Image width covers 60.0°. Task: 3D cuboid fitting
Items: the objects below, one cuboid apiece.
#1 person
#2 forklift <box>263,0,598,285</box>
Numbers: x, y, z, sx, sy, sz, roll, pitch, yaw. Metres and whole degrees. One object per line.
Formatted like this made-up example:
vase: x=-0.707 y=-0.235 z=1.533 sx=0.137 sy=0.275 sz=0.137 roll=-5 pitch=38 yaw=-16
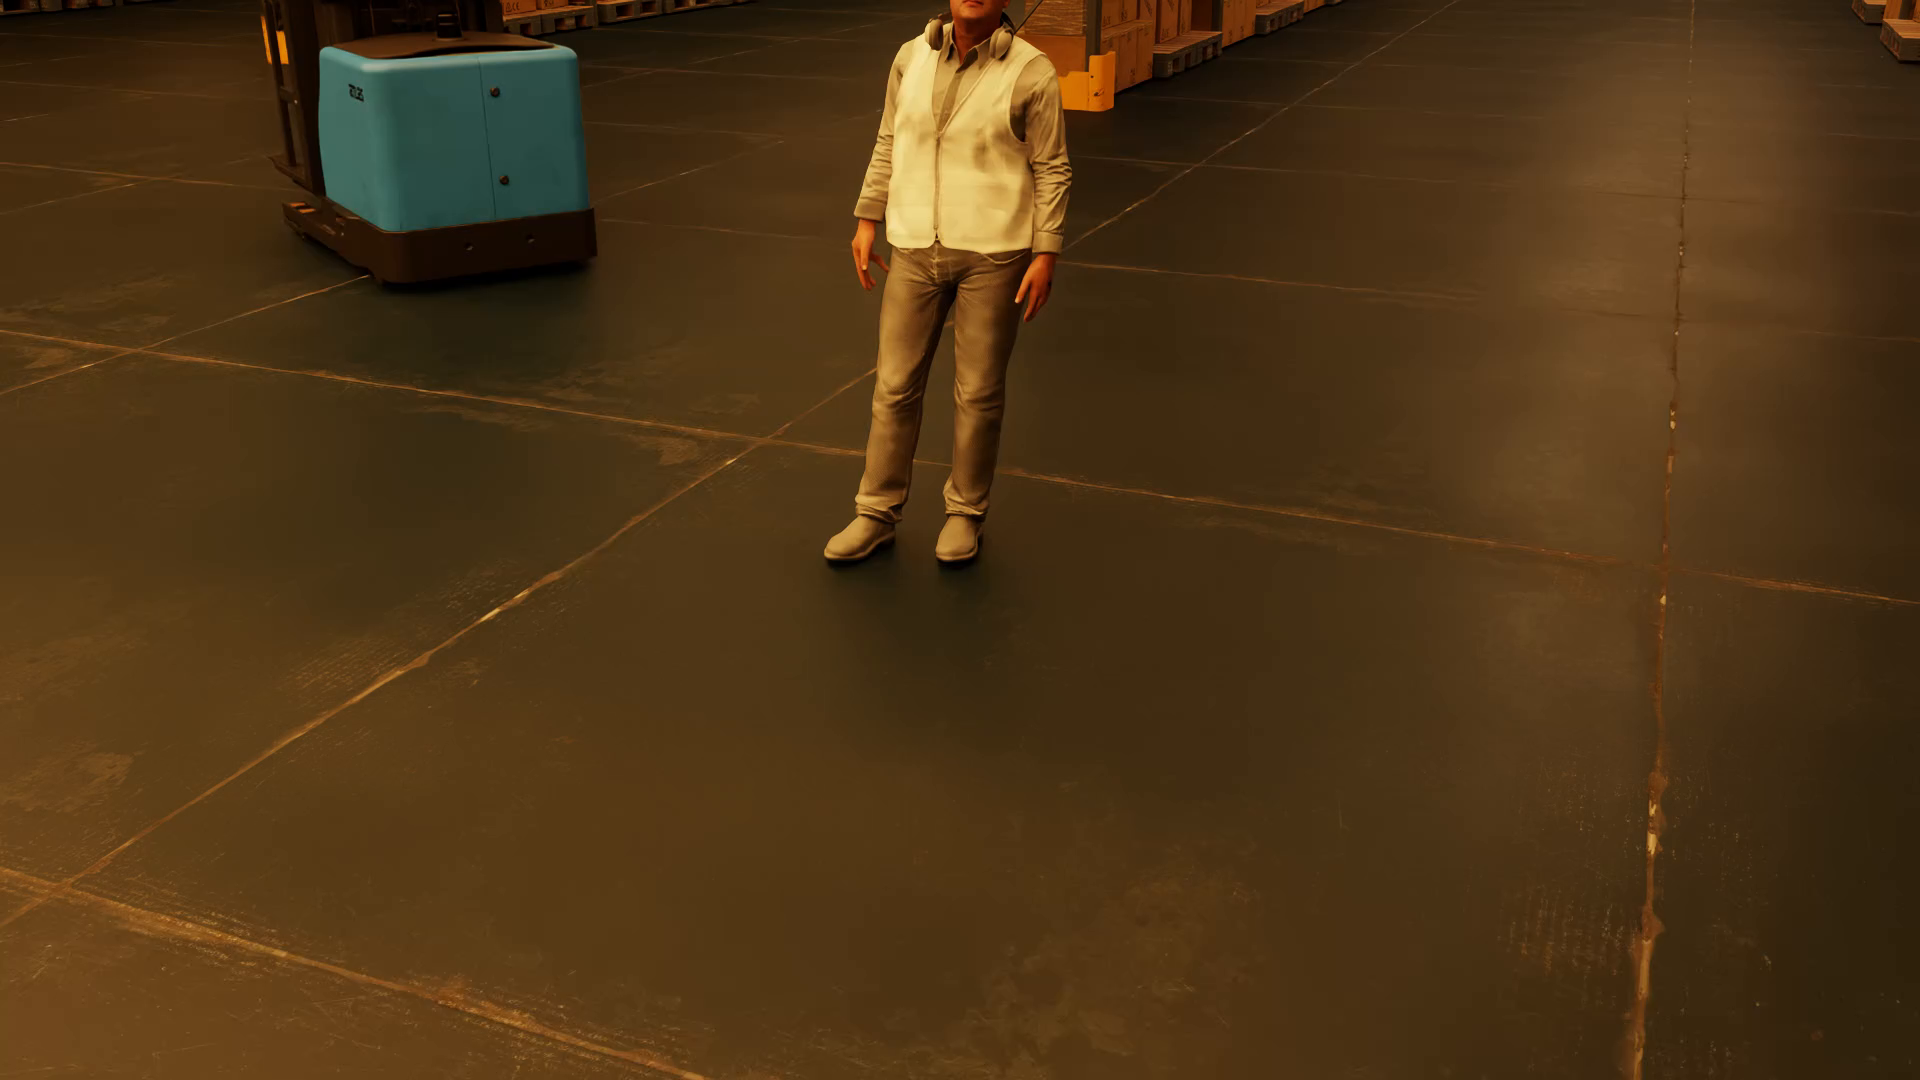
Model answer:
person: x=-0.031 y=-0.805 z=4.698 sx=0.632 sy=1.773 sz=0.568 roll=9 pitch=24 yaw=21
forklift: x=-3.057 y=-3.068 z=8.632 sx=1.130 sy=2.935 sz=3.031 roll=-15 pitch=27 yaw=-31
